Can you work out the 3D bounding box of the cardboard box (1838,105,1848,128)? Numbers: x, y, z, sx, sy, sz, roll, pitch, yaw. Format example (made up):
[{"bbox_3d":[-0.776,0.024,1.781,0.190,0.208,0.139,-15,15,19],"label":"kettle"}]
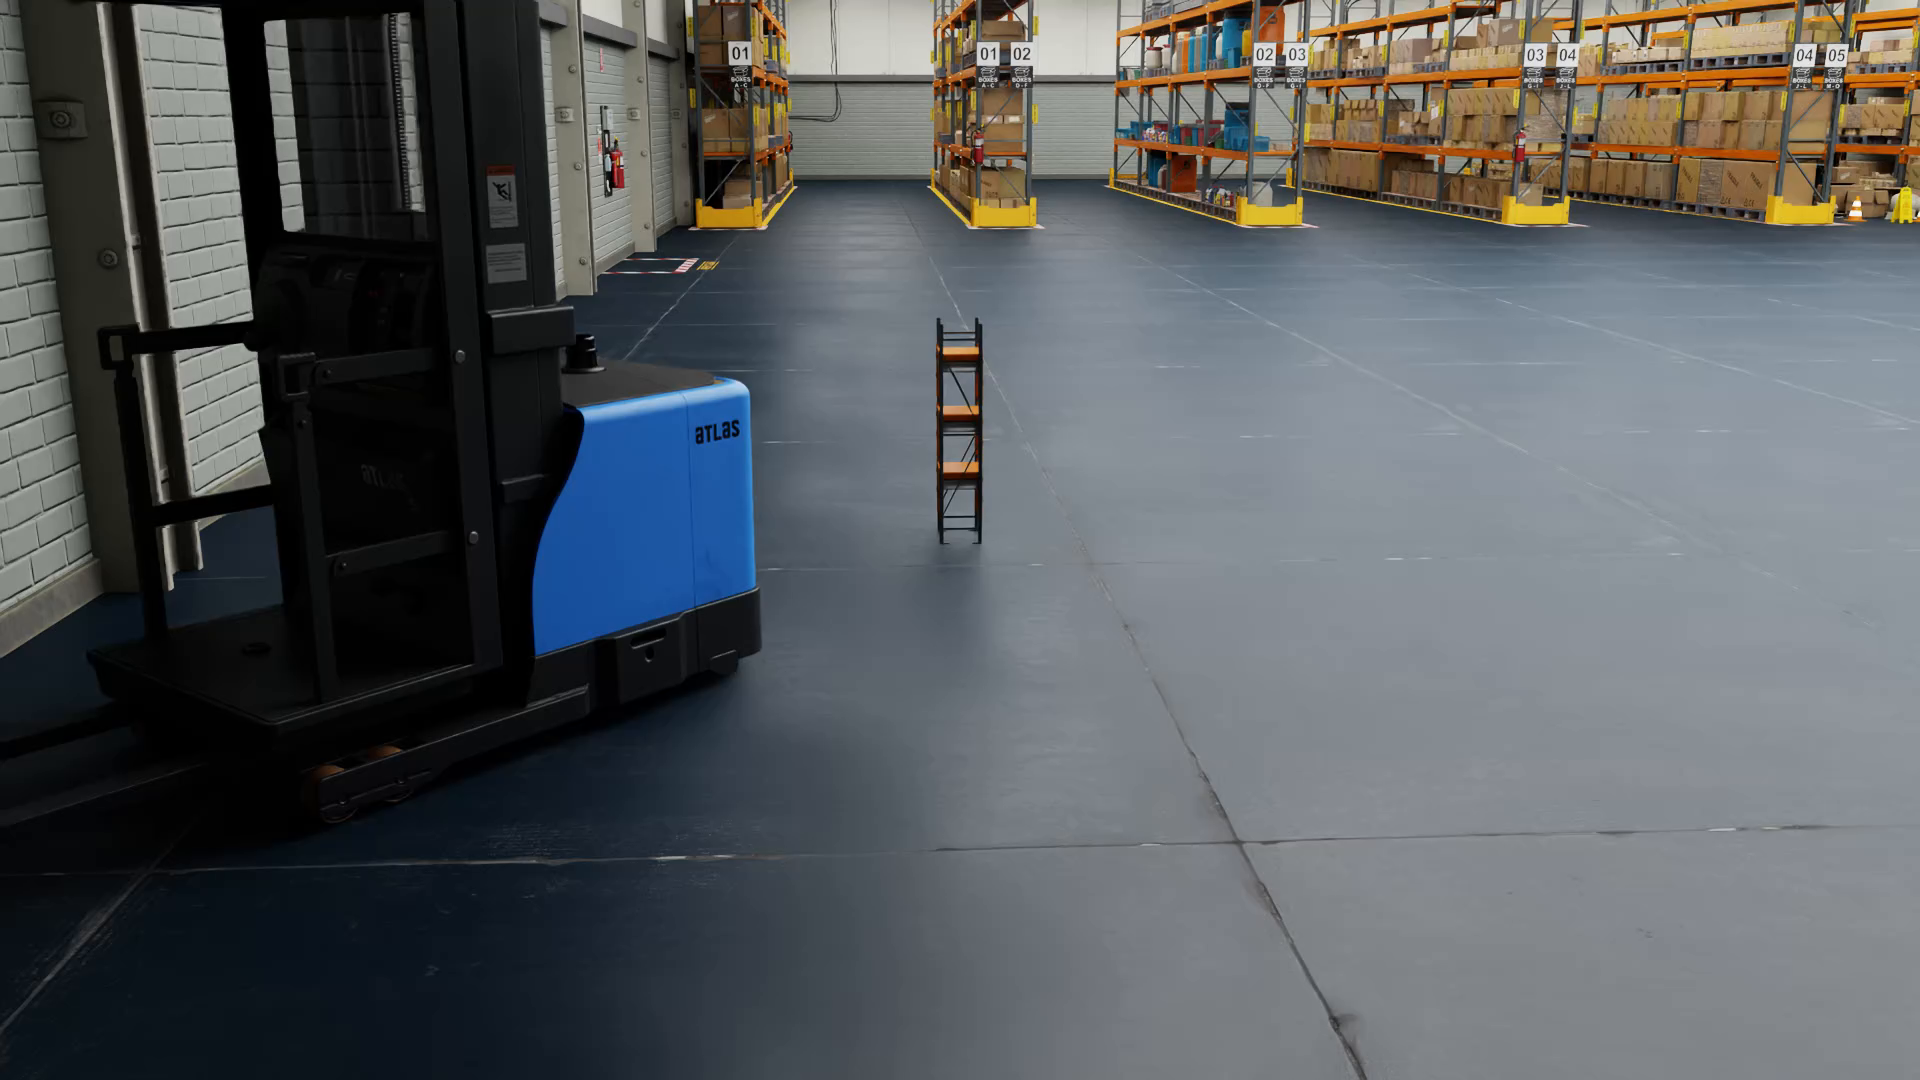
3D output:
[{"bbox_3d":[19.946,-9.478,37.204,0.500,0.500,0.500,-1,14,-2],"label":"cardboard box"}]

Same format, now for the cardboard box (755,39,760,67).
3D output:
[{"bbox_3d":[-3.961,-8.948,30.524,0.500,0.500,0.500,0,14,-1],"label":"cardboard box"}]

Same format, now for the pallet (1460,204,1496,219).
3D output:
[{"bbox_3d":[10.583,-6.490,32.828,1.003,0.211,1.213,-1,14,-3],"label":"pallet"}]

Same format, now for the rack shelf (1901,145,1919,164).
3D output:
[{"bbox_3d":[20.442,-7.619,33.061,1.077,0.370,4.000,-1,14,-3],"label":"rack shelf"}]

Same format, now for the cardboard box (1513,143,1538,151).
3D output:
[{"bbox_3d":[10.452,-7.263,30.738,0.380,0.149,0.250,-1,14,-3],"label":"cardboard box"}]

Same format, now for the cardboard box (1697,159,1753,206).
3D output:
[{"bbox_3d":[15.413,-7.156,33.239,0.875,0.875,0.875,-1,14,-3],"label":"cardboard box"}]

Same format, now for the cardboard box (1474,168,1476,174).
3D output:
[{"bbox_3d":[14.417,-10.180,45.853,0.380,0.149,0.250,0,14,-1],"label":"cardboard box"}]

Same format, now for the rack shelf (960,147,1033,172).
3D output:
[{"bbox_3d":[0.664,-7.314,31.876,1.077,0.370,4.000,-1,14,-3],"label":"rack shelf"}]

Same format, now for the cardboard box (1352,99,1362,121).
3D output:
[{"bbox_3d":[10.011,-10.506,40.624,0.797,0.503,0.637,-1,14,-3],"label":"cardboard box"}]

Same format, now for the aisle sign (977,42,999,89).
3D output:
[{"bbox_3d":[0.499,-8.403,29.448,0.394,0.787,0.004,-1,14,-3],"label":"aisle sign"}]

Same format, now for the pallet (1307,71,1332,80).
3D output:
[{"bbox_3d":[9.740,-12.521,44.830,1.003,0.211,1.213,-1,14,-3],"label":"pallet"}]

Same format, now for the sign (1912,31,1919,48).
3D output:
[{"bbox_3d":[19.765,-10.349,34.381,0.100,0.325,0.005,-1,14,-3],"label":"sign"}]

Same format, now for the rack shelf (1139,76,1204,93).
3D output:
[{"bbox_3d":[5.112,-10.832,39.528,1.077,0.370,4.000,-1,14,-3],"label":"rack shelf"}]

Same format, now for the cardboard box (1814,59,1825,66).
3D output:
[{"bbox_3d":[19.897,-11.257,38.687,0.797,0.503,0.637,-2,15,-7],"label":"cardboard box"}]

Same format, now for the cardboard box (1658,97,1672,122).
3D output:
[{"bbox_3d":[15.314,-9.147,35.350,0.700,0.500,0.500,-1,14,-4],"label":"cardboard box"}]

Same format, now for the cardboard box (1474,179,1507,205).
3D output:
[{"bbox_3d":[10.572,-6.909,33.032,0.500,0.500,0.500,-2,15,-8],"label":"cardboard box"}]

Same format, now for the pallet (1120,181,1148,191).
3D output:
[{"bbox_3d":[4.825,-9.361,43.984,1.003,0.211,1.213,-1,14,-3],"label":"pallet"}]

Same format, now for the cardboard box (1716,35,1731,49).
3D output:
[{"bbox_3d":[15.200,-9.762,32.588,0.500,0.250,0.500,-1,14,-4],"label":"cardboard box"}]

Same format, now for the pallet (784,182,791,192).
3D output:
[{"bbox_3d":[-4.947,-9.216,43.420,1.003,0.211,1.213,-1,14,-3],"label":"pallet"}]

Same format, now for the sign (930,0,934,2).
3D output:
[{"bbox_3d":[-0.745,-14.532,44.412,0.100,0.325,0.005,-1,14,-3],"label":"sign"}]

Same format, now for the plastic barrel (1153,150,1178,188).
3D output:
[{"bbox_3d":[5.049,-9.100,40.743,0.600,0.901,0.708,-1,14,-3],"label":"plastic barrel"}]

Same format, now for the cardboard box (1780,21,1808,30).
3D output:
[{"bbox_3d":[15.272,-9.416,30.442,0.380,0.149,0.250,-1,14,-3],"label":"cardboard box"}]

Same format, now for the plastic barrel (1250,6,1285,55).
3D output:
[{"bbox_3d":[5.575,-9.223,30.129,0.600,0.830,0.708,-1,14,-3],"label":"plastic barrel"}]

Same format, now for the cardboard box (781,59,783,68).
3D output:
[{"bbox_3d":[-4.679,-11.879,41.415,0.500,0.250,0.500,-1,14,-4],"label":"cardboard box"}]

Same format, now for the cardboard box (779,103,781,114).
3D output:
[{"bbox_3d":[-4.593,-10.398,40.075,0.500,0.250,0.500,-1,14,-2],"label":"cardboard box"}]

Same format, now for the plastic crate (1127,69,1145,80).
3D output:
[{"bbox_3d":[4.570,-12.059,43.092,0.437,0.282,0.530,-1,14,-3],"label":"plastic crate"}]

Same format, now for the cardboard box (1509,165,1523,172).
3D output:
[{"bbox_3d":[14.529,-9.673,43.285,0.380,0.149,0.250,-1,14,-4],"label":"cardboard box"}]

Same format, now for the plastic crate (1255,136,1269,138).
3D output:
[{"bbox_3d":[5.824,-7.892,32.978,0.499,0.251,0.616,-1,14,-3],"label":"plastic crate"}]

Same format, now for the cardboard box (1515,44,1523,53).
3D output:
[{"bbox_3d":[10.347,-8.954,30.289,0.380,0.149,0.250,-1,14,-3],"label":"cardboard box"}]

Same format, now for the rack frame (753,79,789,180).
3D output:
[{"bbox_3d":[-5.147,-11.066,45.018,1.000,3.000,0.127,-1,14,-3],"label":"rack frame"}]

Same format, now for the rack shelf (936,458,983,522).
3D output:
[{"bbox_3d":[-0.003,-0.242,8.019,0.215,0.259,0.240,-1,14,-3],"label":"rack shelf"}]

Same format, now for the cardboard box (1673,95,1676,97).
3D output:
[{"bbox_3d":[19.386,-11.880,44.671,0.380,0.149,0.250,-1,14,-3],"label":"cardboard box"}]

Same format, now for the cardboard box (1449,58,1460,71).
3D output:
[{"bbox_3d":[10.200,-9.576,33.505,0.500,0.250,0.500,-1,15,-6],"label":"cardboard box"}]

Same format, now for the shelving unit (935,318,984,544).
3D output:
[{"bbox_3d":[-0.003,-0.522,7.947,0.215,1.050,0.252,-1,14,-3],"label":"shelving unit"}]

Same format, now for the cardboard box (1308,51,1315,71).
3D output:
[{"bbox_3d":[9.684,-12.779,44.408,0.700,0.500,0.500,-1,14,-5],"label":"cardboard box"}]

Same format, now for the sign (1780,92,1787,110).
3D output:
[{"bbox_3d":[15.090,-8.039,30.451,0.100,0.325,0.005,-1,14,-3],"label":"sign"}]

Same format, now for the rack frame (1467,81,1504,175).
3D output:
[{"bbox_3d":[14.641,-11.347,46.109,1.000,3.000,0.127,-1,14,-3],"label":"rack frame"}]

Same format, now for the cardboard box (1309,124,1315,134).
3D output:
[{"bbox_3d":[9.548,-10.860,43.919,0.500,0.250,0.500,-1,14,-5],"label":"cardboard box"}]

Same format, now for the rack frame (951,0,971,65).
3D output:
[{"bbox_3d":[0.292,-12.060,36.838,1.000,3.000,0.127,-1,14,-3],"label":"rack frame"}]

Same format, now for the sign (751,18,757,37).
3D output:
[{"bbox_3d":[-3.615,-8.972,29.102,0.100,0.325,0.005,-1,14,-3],"label":"sign"}]

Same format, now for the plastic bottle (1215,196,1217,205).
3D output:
[{"bbox_3d":[5.126,-6.768,33.044,0.097,0.201,0.097,0,14,0],"label":"plastic bottle"}]

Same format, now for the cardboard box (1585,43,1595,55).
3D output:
[{"bbox_3d":[14.805,-11.453,38.765,0.396,0.266,0.258,-1,14,-3],"label":"cardboard box"}]

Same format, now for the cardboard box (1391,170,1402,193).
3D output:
[{"bbox_3d":[10.241,-8.142,37.787,0.700,0.500,0.500,-2,15,-6],"label":"cardboard box"}]

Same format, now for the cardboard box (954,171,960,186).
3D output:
[{"bbox_3d":[0.134,-7.778,35.785,0.500,0.311,0.500,-1,14,-4],"label":"cardboard box"}]

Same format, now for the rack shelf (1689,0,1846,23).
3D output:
[{"bbox_3d":[15.508,-10.229,31.969,1.077,0.370,4.000,-1,14,-3],"label":"rack shelf"}]

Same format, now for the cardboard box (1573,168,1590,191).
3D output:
[{"bbox_3d":[14.835,-8.510,39.256,0.500,0.500,0.500,-1,14,-4],"label":"cardboard box"}]

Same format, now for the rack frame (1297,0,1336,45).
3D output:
[{"bbox_3d":[9.684,-14.201,45.162,1.000,3.000,0.127,-1,14,-3],"label":"rack frame"}]

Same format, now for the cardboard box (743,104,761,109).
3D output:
[{"bbox_3d":[-4.566,-9.487,36.495,0.380,0.149,0.250,-3,15,-13],"label":"cardboard box"}]

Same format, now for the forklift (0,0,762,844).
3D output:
[{"bbox_3d":[-2.043,-0.735,5.003,1.130,2.935,3.031,11,18,37],"label":"forklift"}]

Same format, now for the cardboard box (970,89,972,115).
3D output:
[{"bbox_3d":[0.574,-8.726,33.117,0.700,0.500,0.500,-1,14,-3],"label":"cardboard box"}]

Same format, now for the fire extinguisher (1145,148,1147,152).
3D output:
[{"bbox_3d":[5.185,-11.046,45.841,0.296,0.674,0.183,-1,14,-3],"label":"fire extinguisher"}]

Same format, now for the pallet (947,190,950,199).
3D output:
[{"bbox_3d":[0.211,-8.293,39.834,1.003,0.211,1.213,-1,14,-3],"label":"pallet"}]

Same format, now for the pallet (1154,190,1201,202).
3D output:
[{"bbox_3d":[5.146,-8.075,38.986,1.003,0.211,1.213,-1,14,-3],"label":"pallet"}]
